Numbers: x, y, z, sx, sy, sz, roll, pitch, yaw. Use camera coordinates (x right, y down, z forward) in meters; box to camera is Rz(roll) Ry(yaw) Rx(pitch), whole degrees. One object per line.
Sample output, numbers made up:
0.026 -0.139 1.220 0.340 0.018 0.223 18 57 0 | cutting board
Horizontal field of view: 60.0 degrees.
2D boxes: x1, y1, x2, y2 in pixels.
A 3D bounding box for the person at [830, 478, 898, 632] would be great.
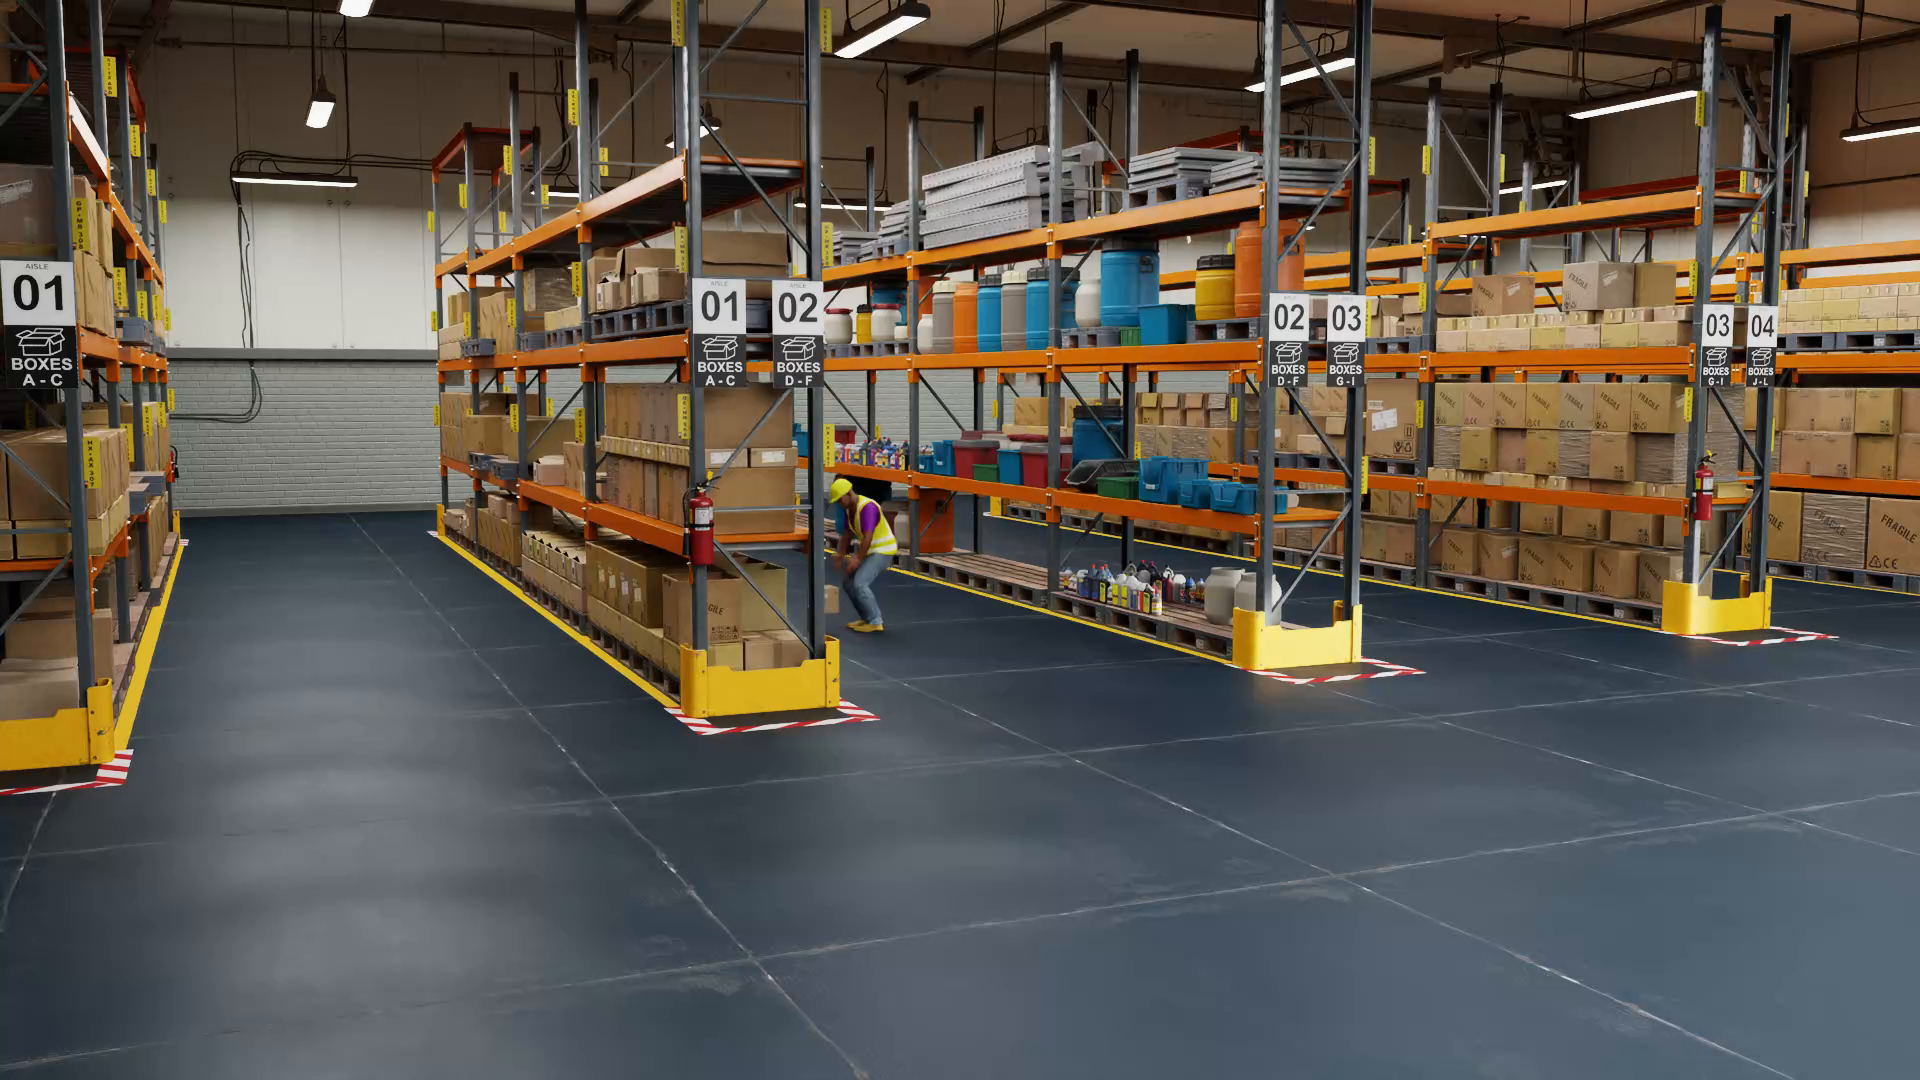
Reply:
-0.959 0.143 16.454 0.687 1.517 0.627 -2 6 -23 | person
